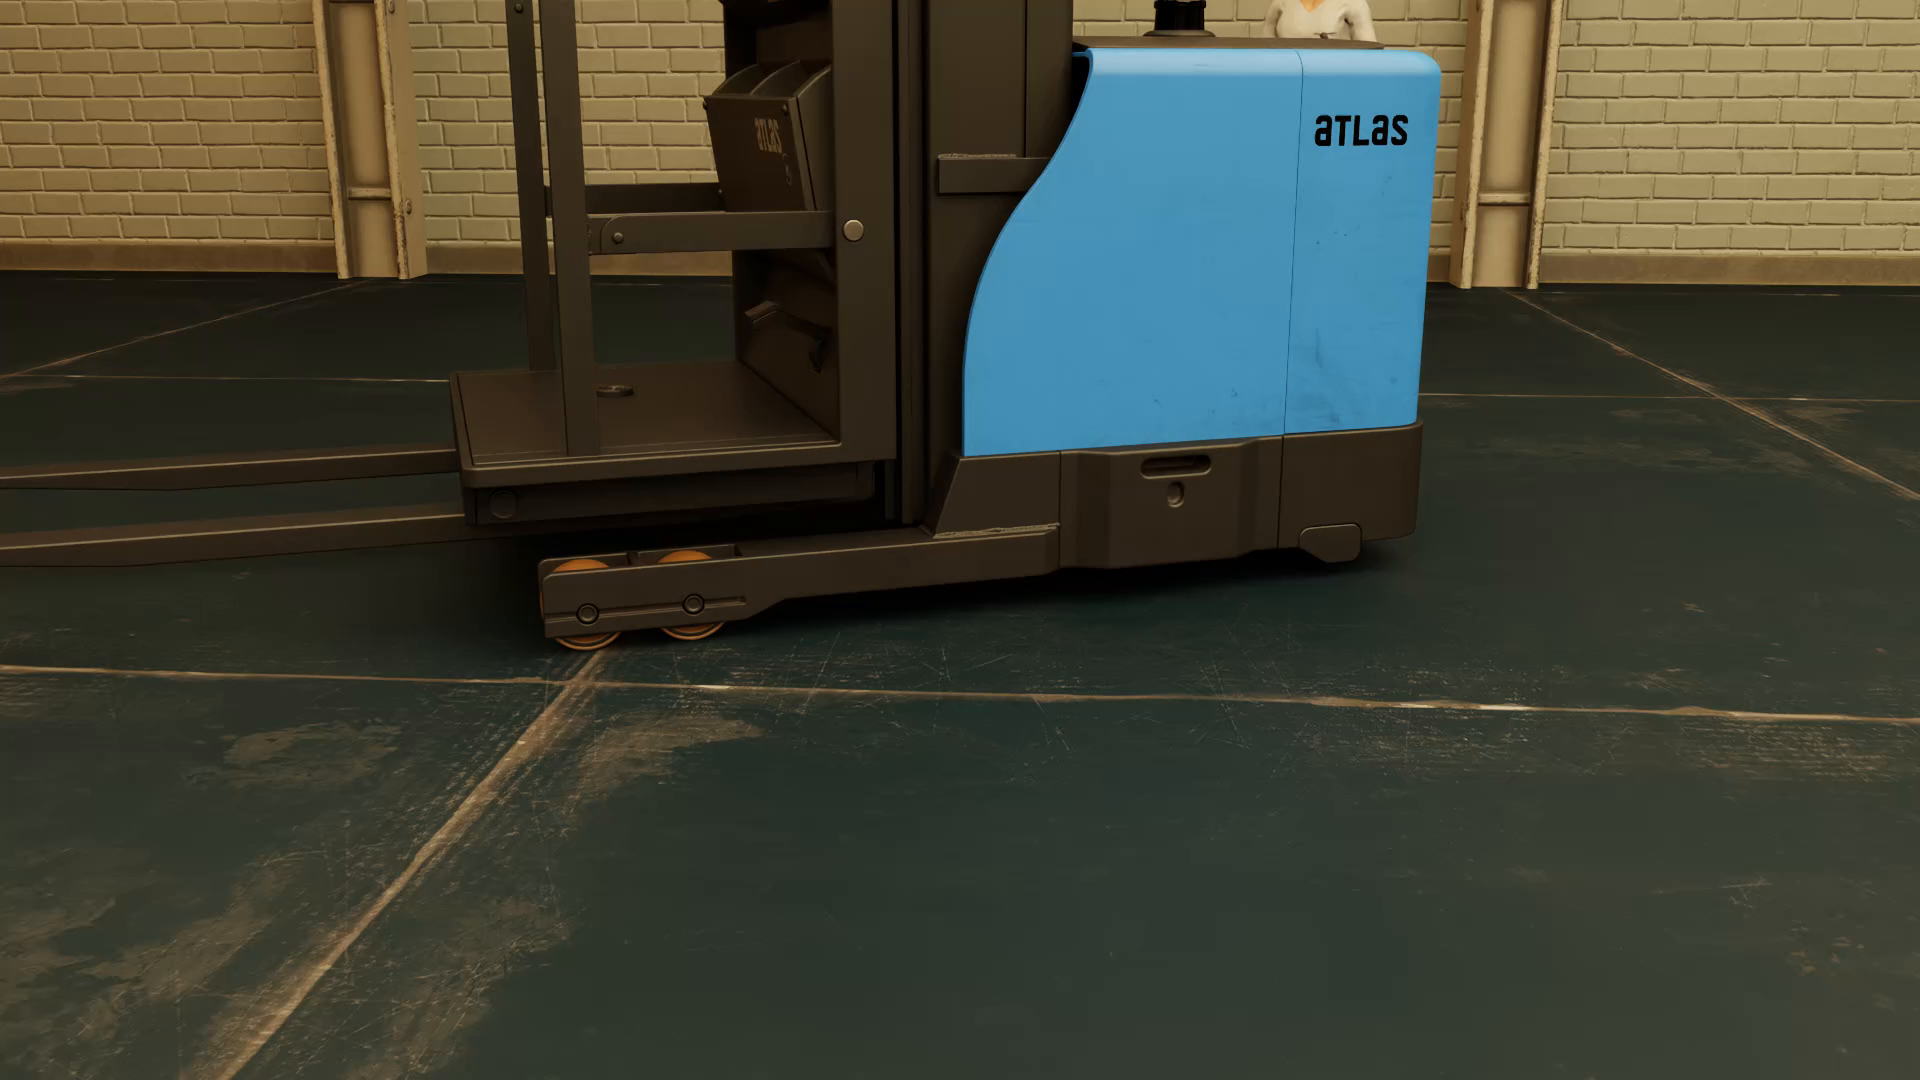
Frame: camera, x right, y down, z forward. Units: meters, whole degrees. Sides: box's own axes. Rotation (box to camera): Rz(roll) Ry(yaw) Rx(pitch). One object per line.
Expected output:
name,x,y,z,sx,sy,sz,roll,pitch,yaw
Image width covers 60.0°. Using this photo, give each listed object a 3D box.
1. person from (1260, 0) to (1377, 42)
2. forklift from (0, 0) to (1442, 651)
person,1.480,-1.745,7.050,0.572,1.680,0.400,7,17,25
forklift,-0.580,-1.366,3.251,3.031,2.935,1.130,-5,16,-17
